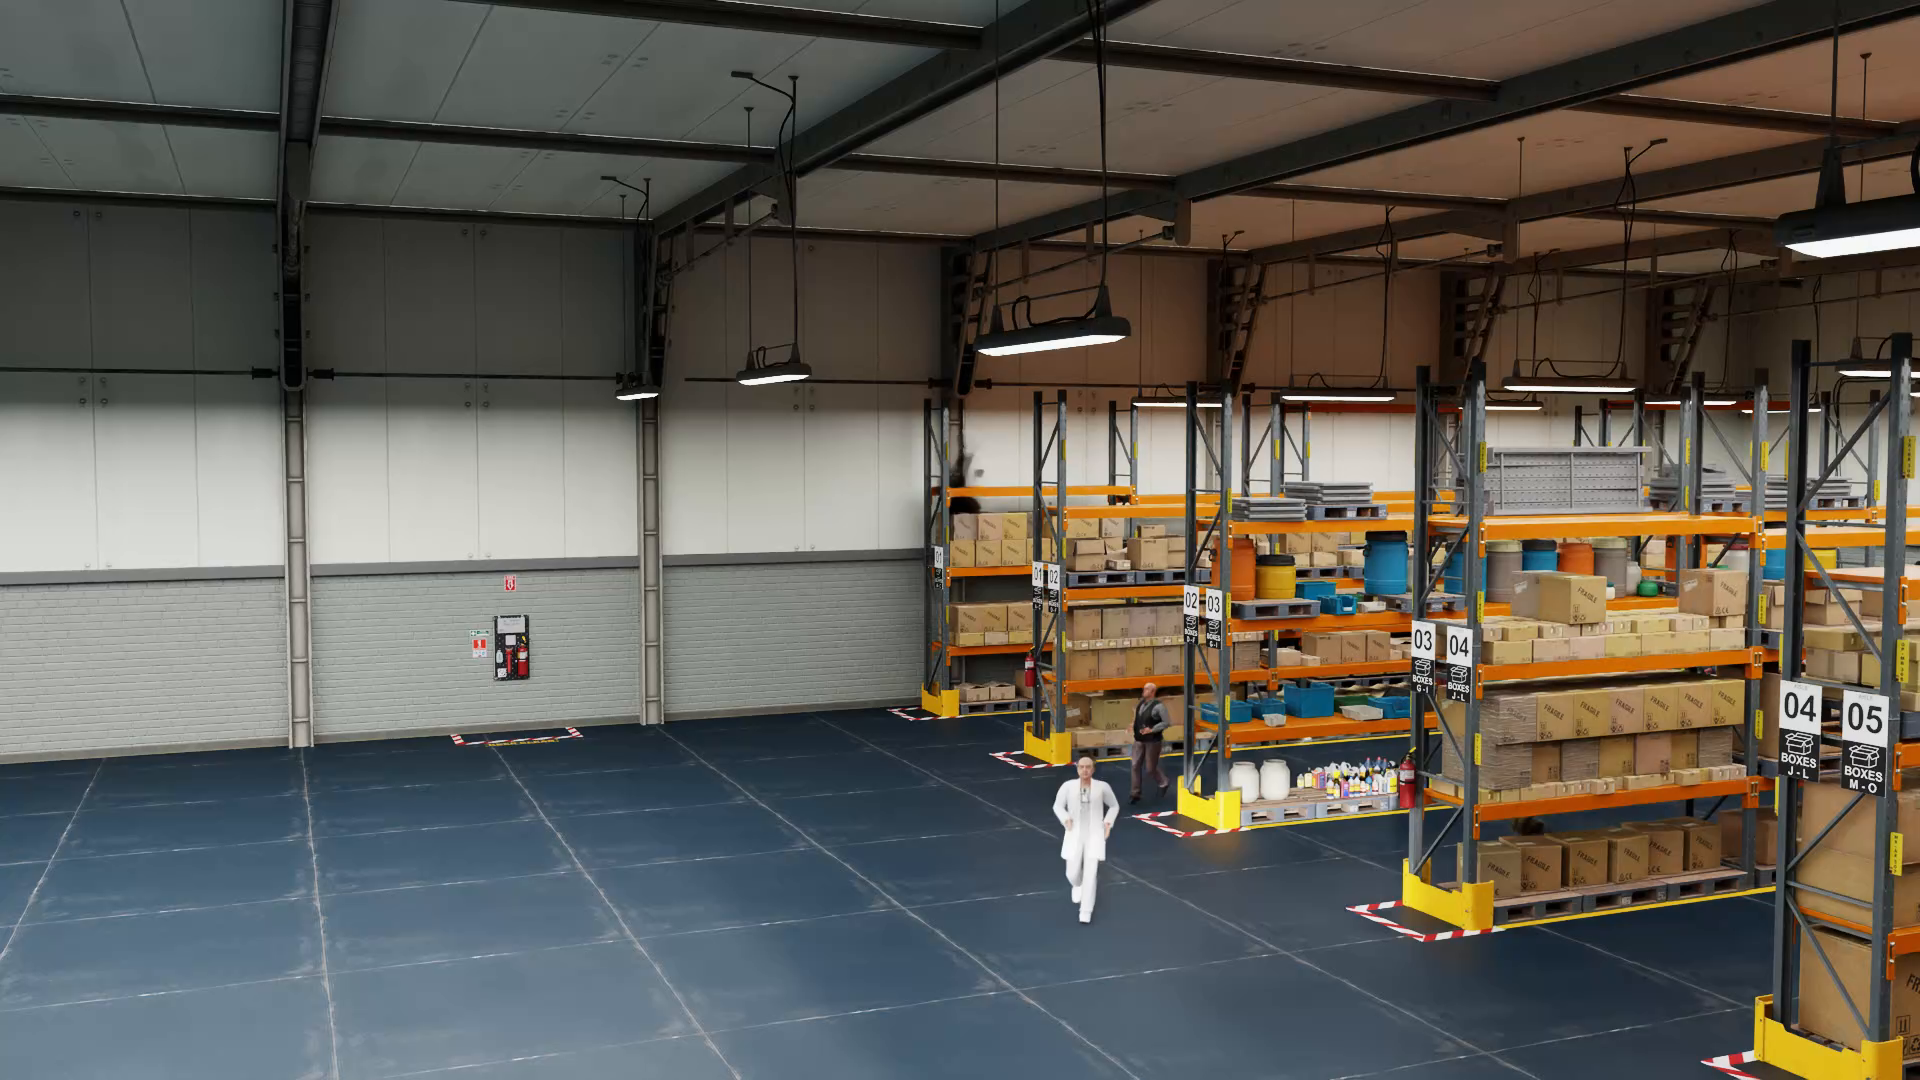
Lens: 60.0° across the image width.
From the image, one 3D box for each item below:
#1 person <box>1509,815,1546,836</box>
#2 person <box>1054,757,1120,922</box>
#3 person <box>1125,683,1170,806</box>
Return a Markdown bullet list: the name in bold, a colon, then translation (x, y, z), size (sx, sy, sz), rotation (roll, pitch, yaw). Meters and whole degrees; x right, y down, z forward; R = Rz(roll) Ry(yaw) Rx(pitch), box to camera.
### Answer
- **person**: translation (6.975, 3.104, 20.362), size (0.686, 1.741, 0.711), rotation (-2, 4, -33)
- **person**: translation (1.372, 3.228, 18.113), size (0.717, 1.733, 0.803), rotation (0, 3, 8)
- **person**: translation (2.709, 2.915, 23.790), size (0.843, 1.754, 0.700), rotation (-3, 4, -38)
